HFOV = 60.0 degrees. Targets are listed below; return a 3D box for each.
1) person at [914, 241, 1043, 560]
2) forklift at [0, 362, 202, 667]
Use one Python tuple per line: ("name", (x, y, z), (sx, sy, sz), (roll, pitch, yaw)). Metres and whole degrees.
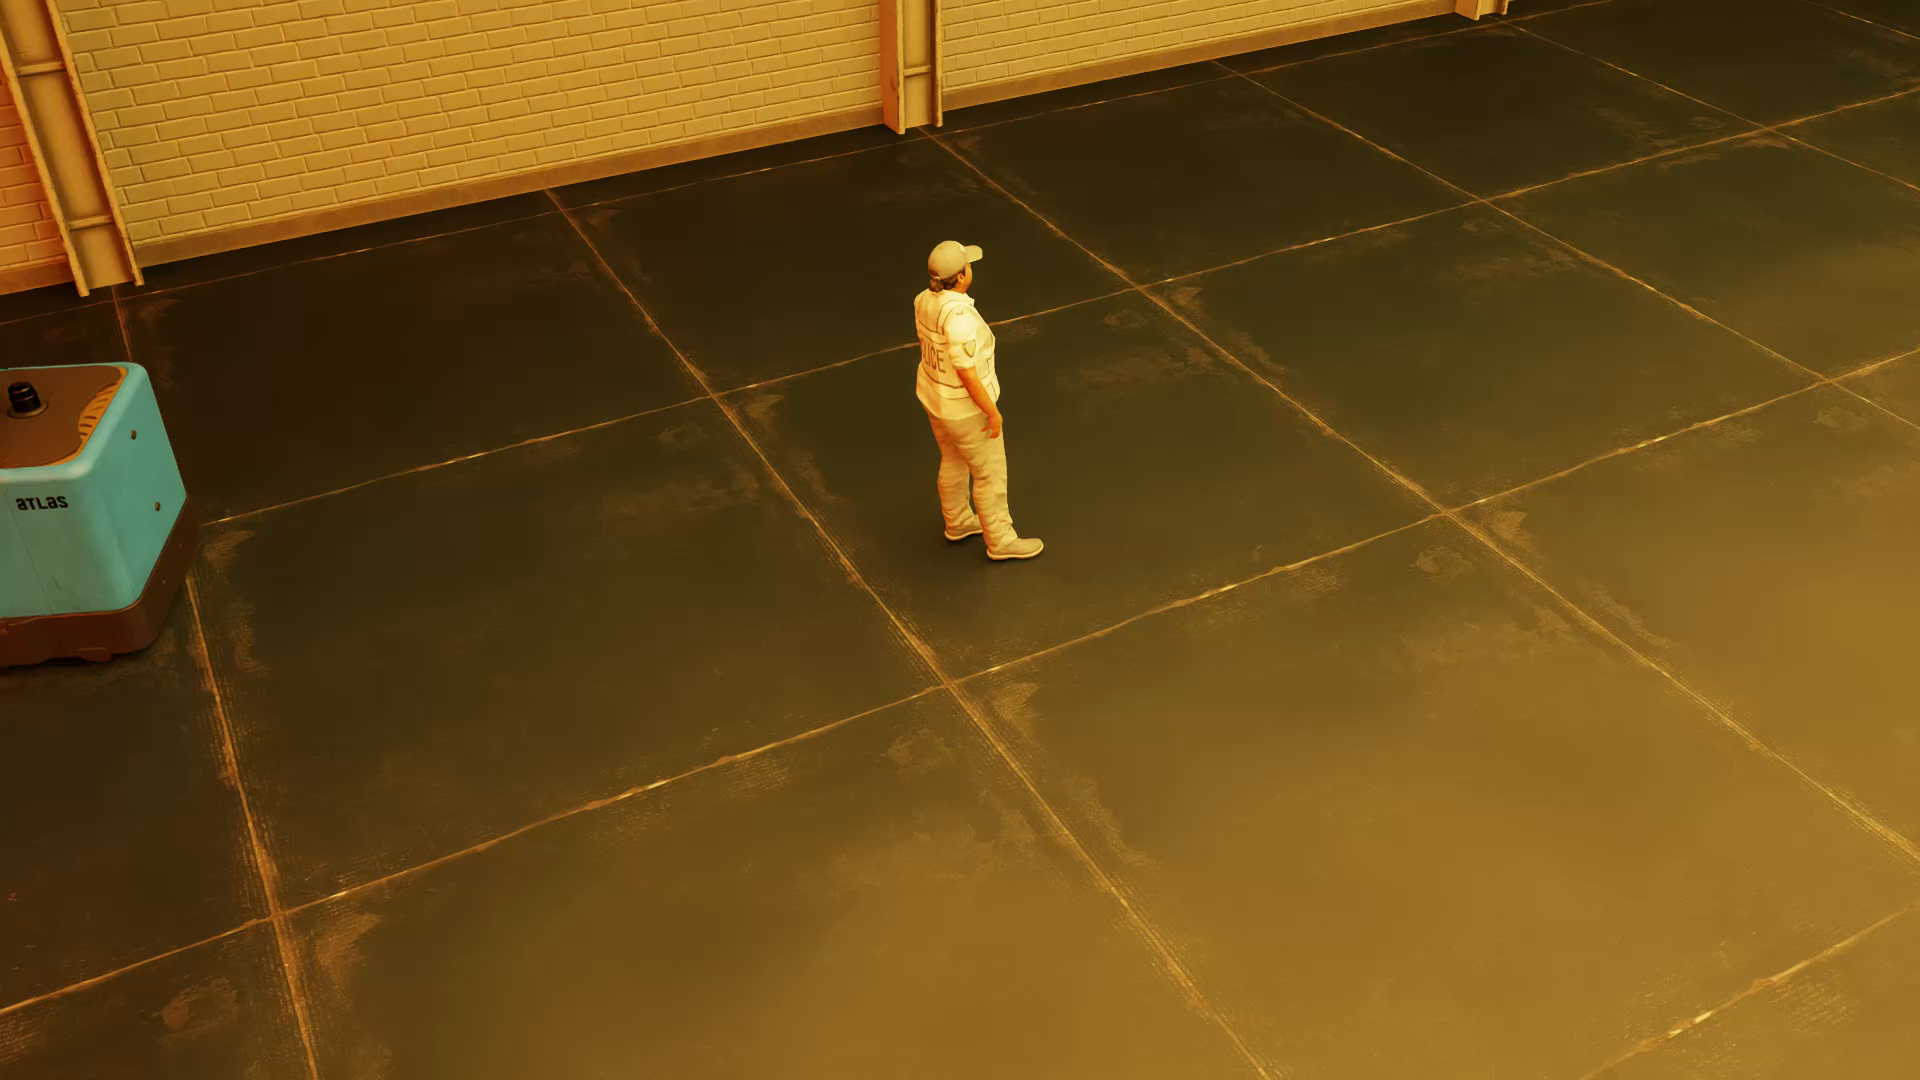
("person", (0.079, -0.695, 8.190), (0.529, 1.670, 0.598), (-17, 39, -23))
("forklift", (-5.363, -0.816, 7.278), (3.031, 2.935, 1.130), (-4, 35, -5))
